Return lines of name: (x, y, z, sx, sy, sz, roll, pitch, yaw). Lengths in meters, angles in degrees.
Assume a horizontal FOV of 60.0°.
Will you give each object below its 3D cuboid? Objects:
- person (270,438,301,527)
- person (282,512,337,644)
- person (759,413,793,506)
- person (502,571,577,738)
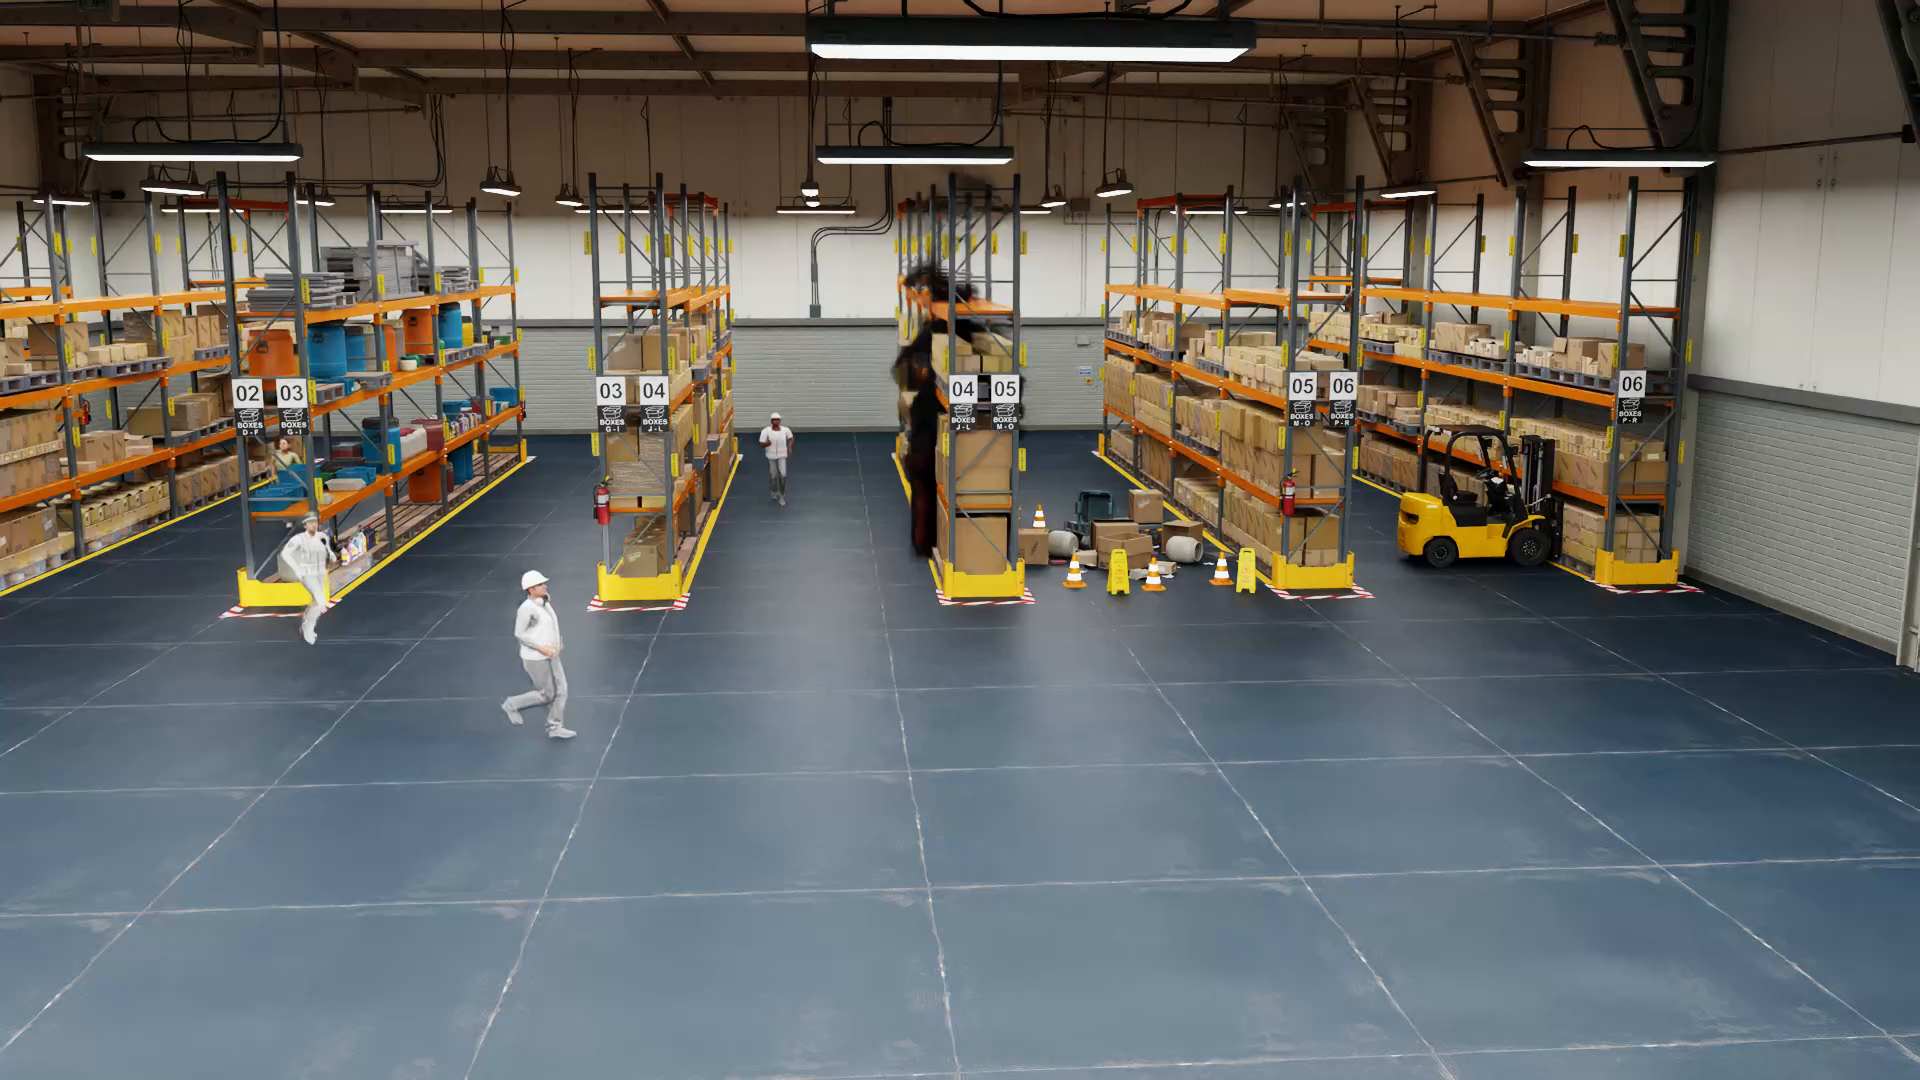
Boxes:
person: (-12.077, -1.020, 29.779, 0.580, 1.624, 0.533, -2, 10, -10)
person: (-8.233, 0.470, 21.241, 0.647, 1.701, 0.585, 6, 12, 31)
person: (-3.590, -1.581, 32.585, 0.674, 1.825, 0.718, -1, 10, -7)
person: (-4.321, 1.175, 17.035, 0.762, 1.738, 0.675, 2, 10, 10)
